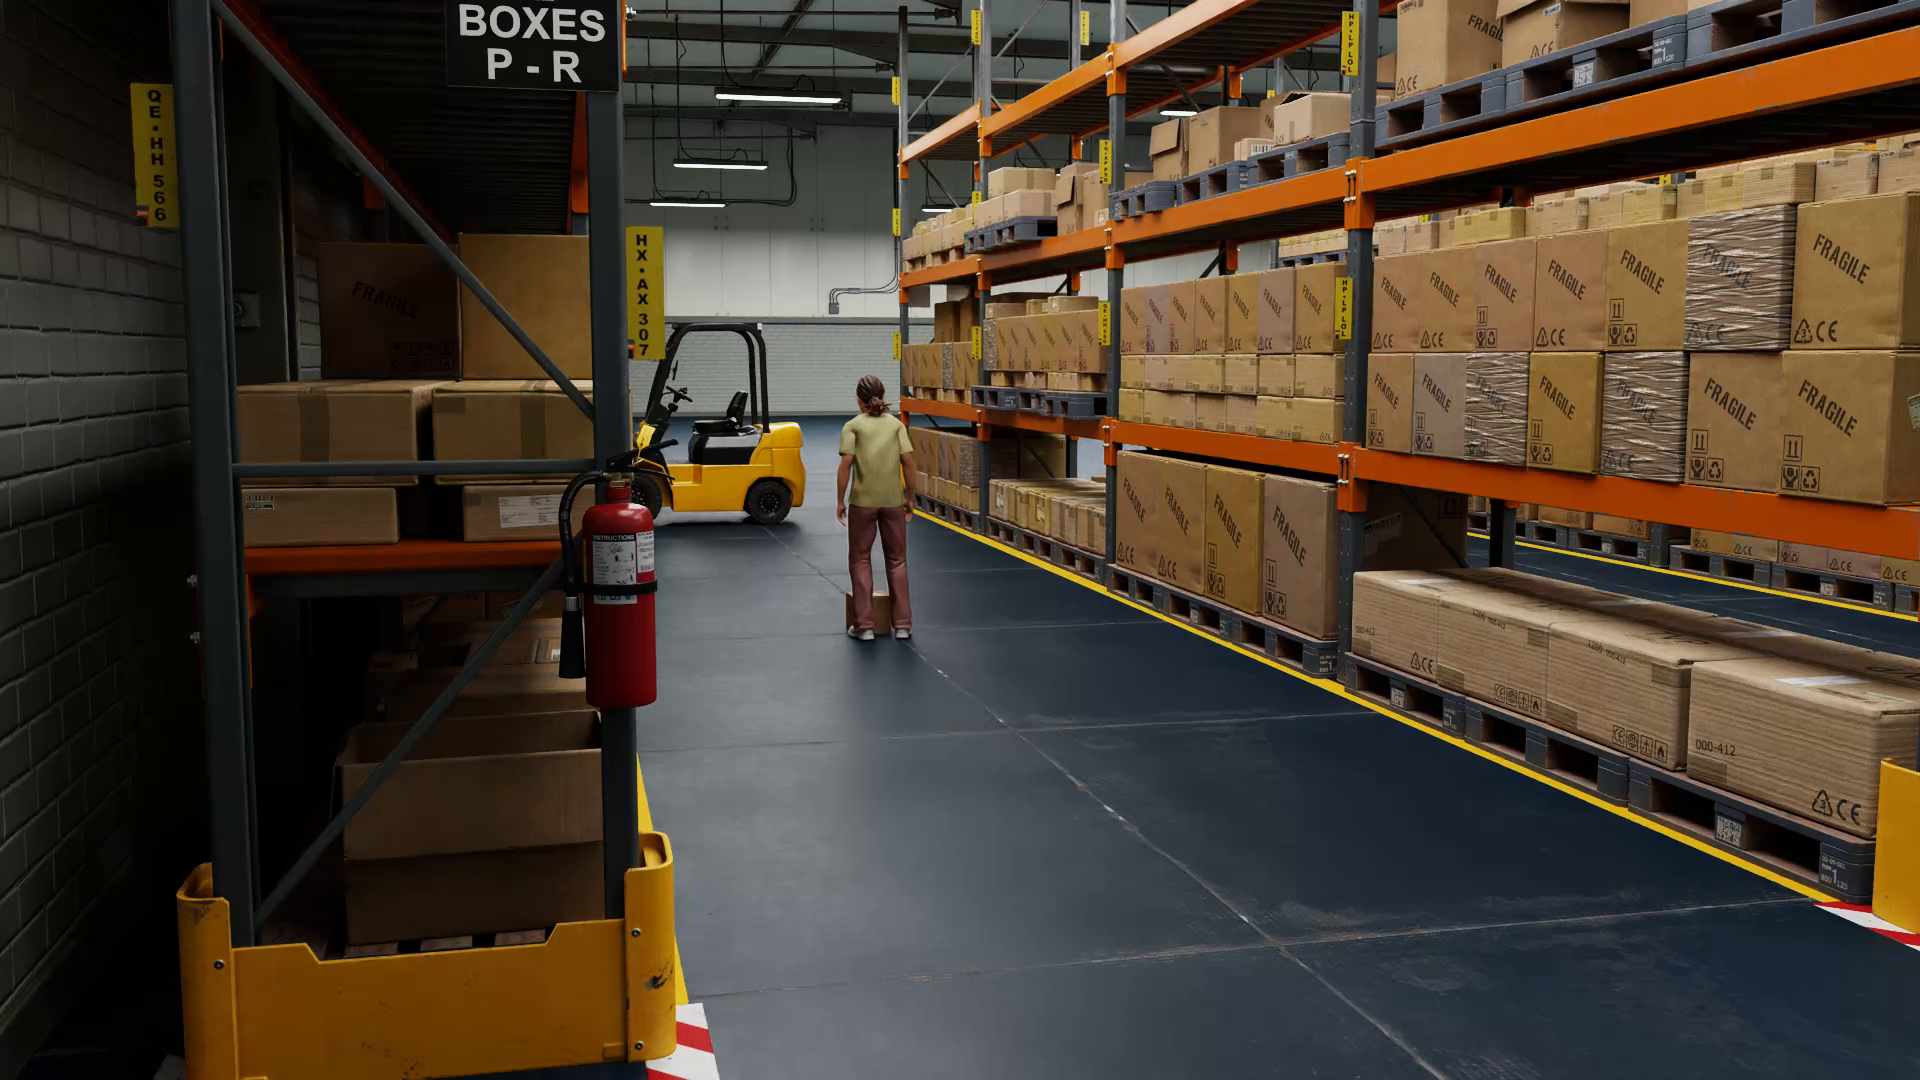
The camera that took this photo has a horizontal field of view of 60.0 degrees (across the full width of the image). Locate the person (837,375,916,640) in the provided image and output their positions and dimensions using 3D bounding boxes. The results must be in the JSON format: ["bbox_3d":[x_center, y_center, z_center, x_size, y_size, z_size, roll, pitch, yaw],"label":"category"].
[{"bbox_3d":[-0.536,-0.207,10.550,0.510,1.673,0.351,-2,6,-15],"label":"person"}]
